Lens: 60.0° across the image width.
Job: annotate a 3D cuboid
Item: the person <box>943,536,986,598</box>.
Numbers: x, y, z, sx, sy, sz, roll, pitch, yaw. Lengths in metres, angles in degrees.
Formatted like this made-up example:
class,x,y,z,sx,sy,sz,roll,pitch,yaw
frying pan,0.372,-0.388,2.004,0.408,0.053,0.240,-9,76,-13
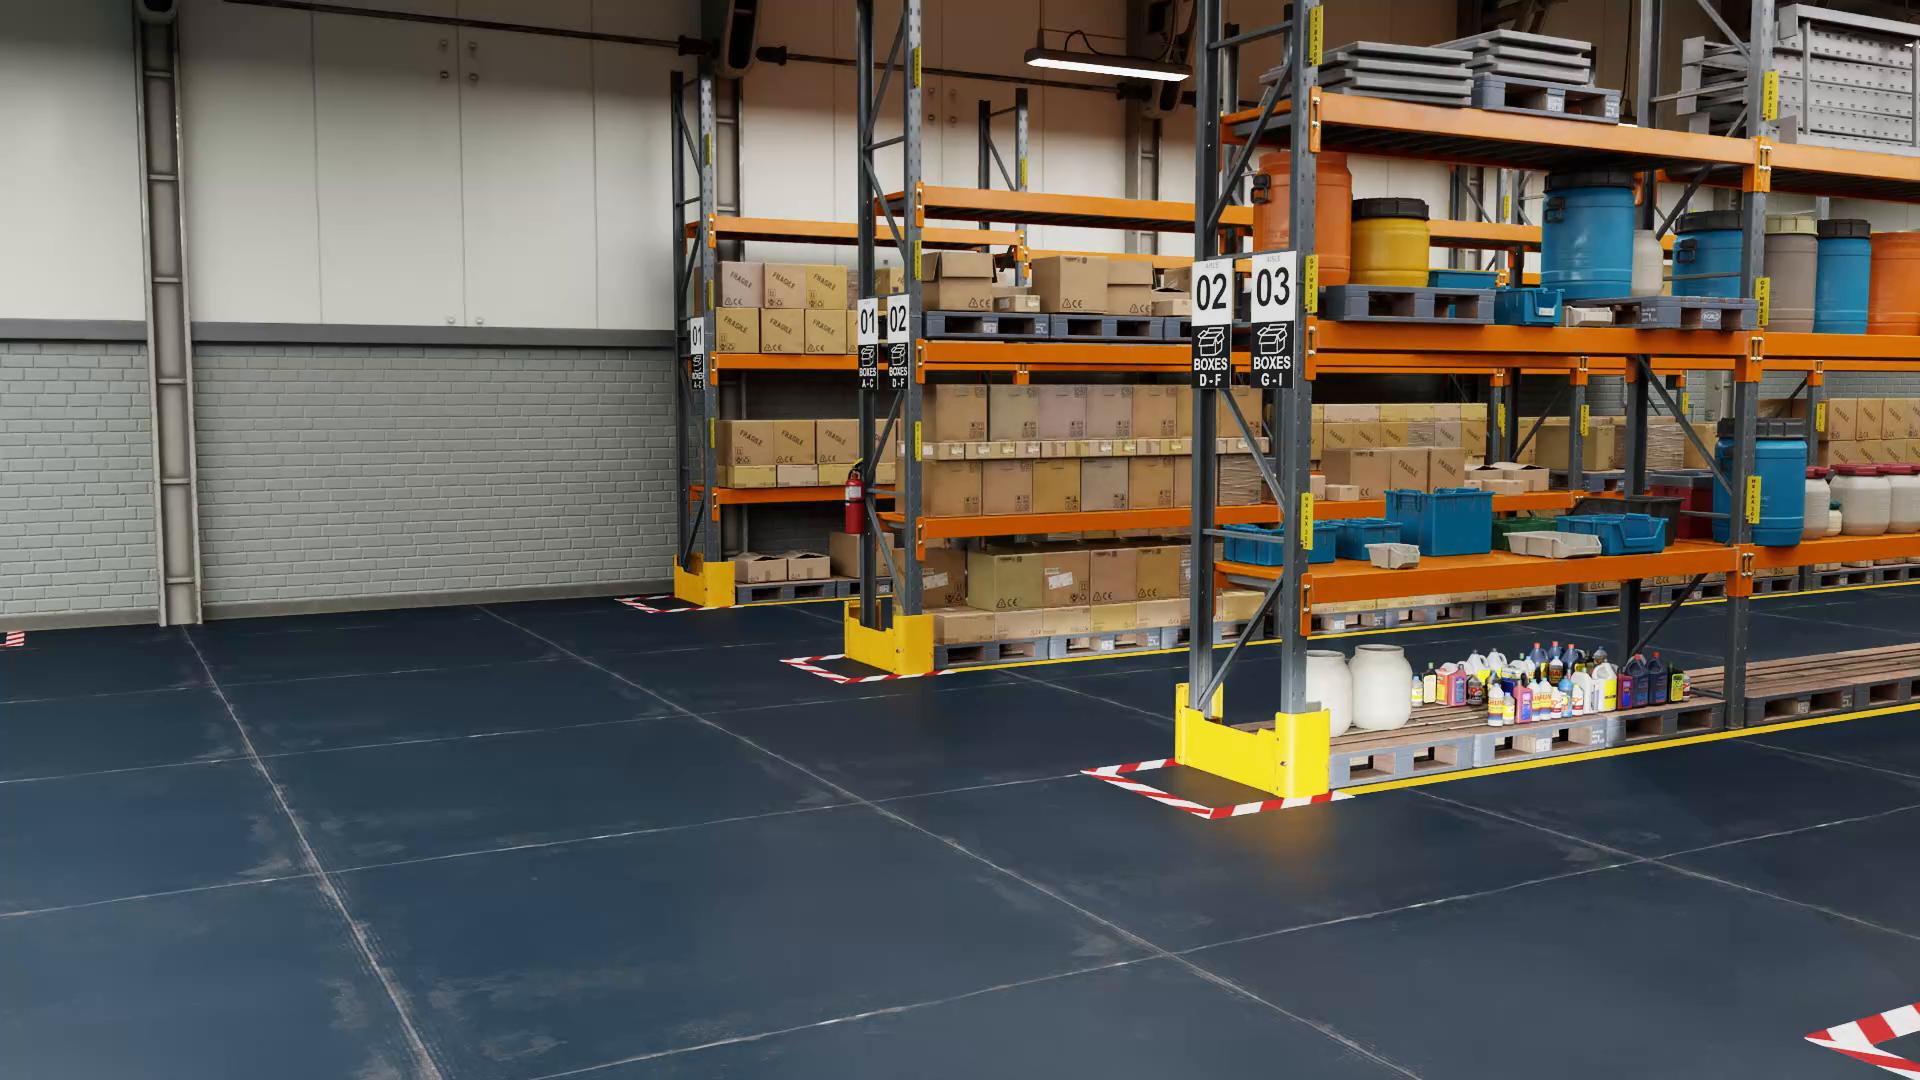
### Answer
class,x,y,z,sx,sy,sz,roll,pitch,yaw
person,0.032,0.025,17.248,0.523,1.655,0.351,-3,6,-30
